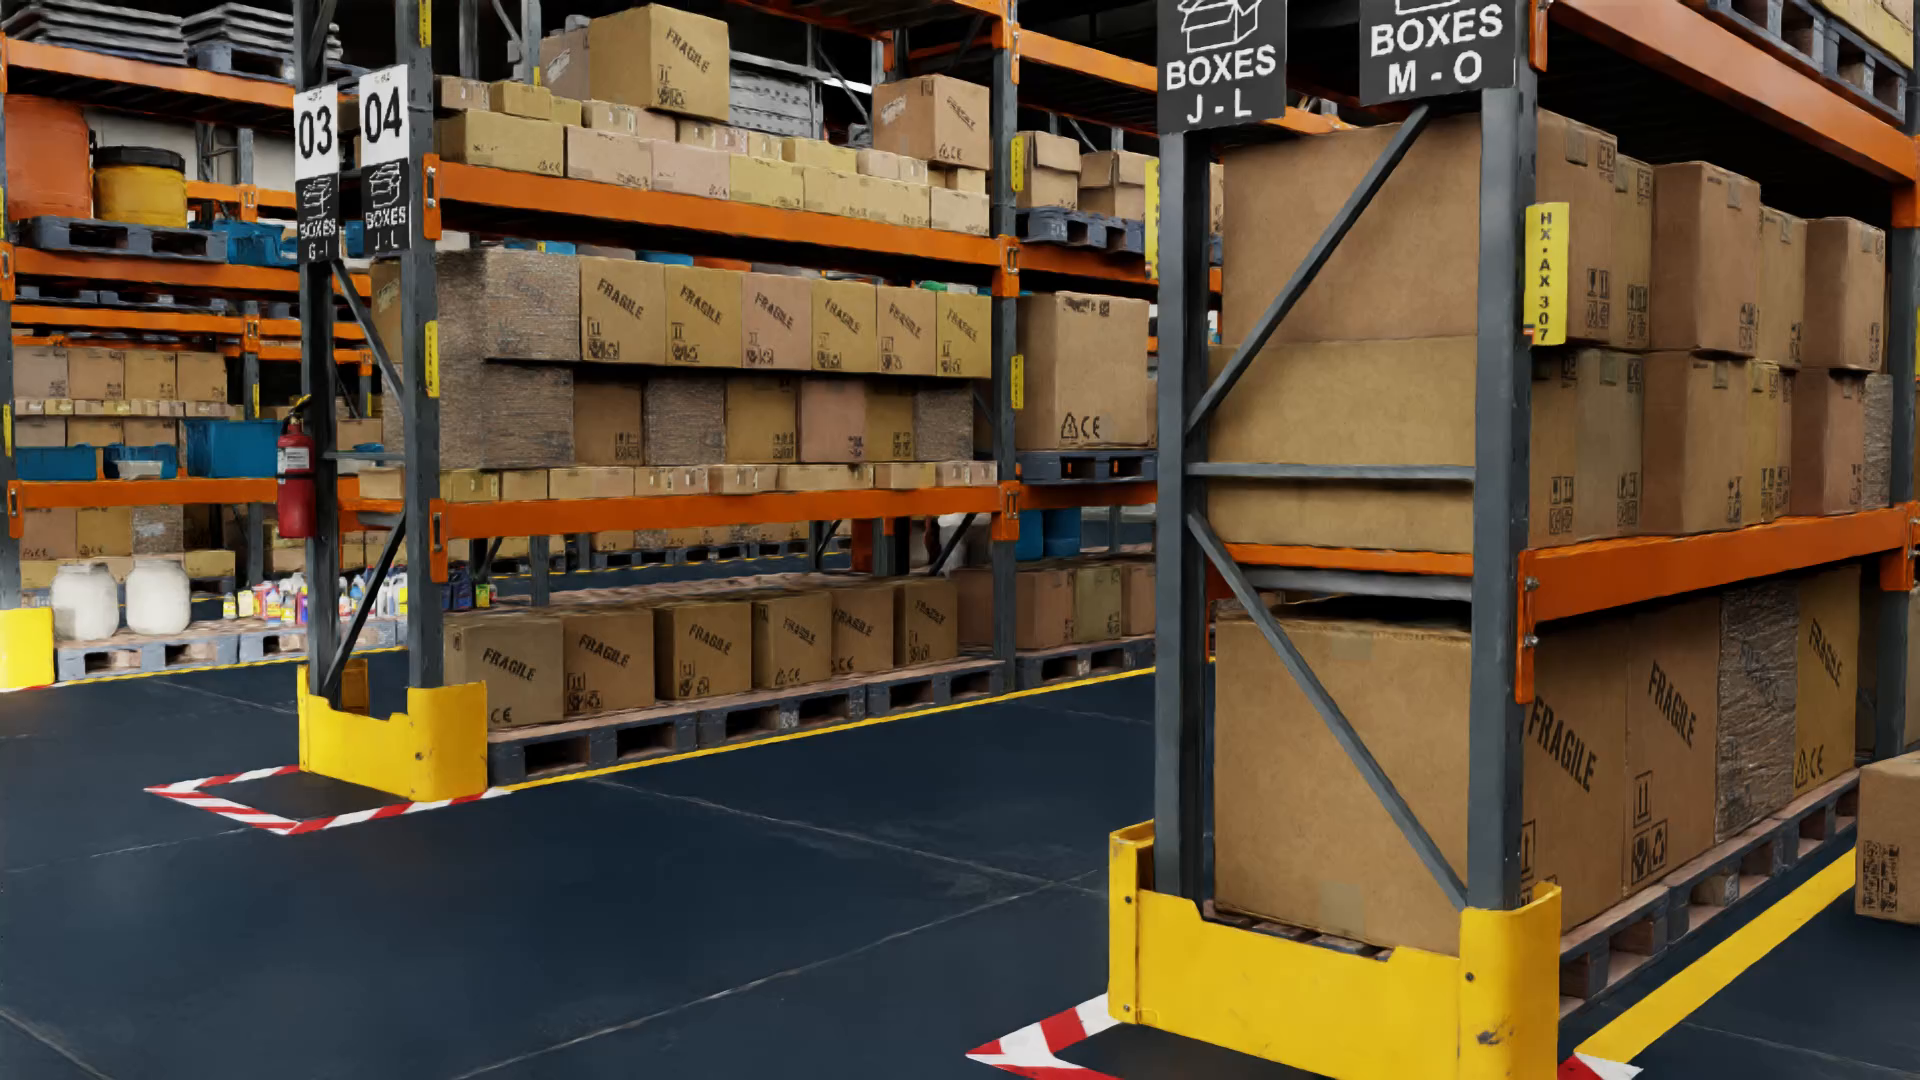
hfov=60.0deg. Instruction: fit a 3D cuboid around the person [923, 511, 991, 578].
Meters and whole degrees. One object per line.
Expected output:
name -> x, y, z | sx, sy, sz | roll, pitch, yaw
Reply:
person -> 0.028, -0.105, 12.846 | 0.675, 1.763, 0.572 | -1, 4, -22
